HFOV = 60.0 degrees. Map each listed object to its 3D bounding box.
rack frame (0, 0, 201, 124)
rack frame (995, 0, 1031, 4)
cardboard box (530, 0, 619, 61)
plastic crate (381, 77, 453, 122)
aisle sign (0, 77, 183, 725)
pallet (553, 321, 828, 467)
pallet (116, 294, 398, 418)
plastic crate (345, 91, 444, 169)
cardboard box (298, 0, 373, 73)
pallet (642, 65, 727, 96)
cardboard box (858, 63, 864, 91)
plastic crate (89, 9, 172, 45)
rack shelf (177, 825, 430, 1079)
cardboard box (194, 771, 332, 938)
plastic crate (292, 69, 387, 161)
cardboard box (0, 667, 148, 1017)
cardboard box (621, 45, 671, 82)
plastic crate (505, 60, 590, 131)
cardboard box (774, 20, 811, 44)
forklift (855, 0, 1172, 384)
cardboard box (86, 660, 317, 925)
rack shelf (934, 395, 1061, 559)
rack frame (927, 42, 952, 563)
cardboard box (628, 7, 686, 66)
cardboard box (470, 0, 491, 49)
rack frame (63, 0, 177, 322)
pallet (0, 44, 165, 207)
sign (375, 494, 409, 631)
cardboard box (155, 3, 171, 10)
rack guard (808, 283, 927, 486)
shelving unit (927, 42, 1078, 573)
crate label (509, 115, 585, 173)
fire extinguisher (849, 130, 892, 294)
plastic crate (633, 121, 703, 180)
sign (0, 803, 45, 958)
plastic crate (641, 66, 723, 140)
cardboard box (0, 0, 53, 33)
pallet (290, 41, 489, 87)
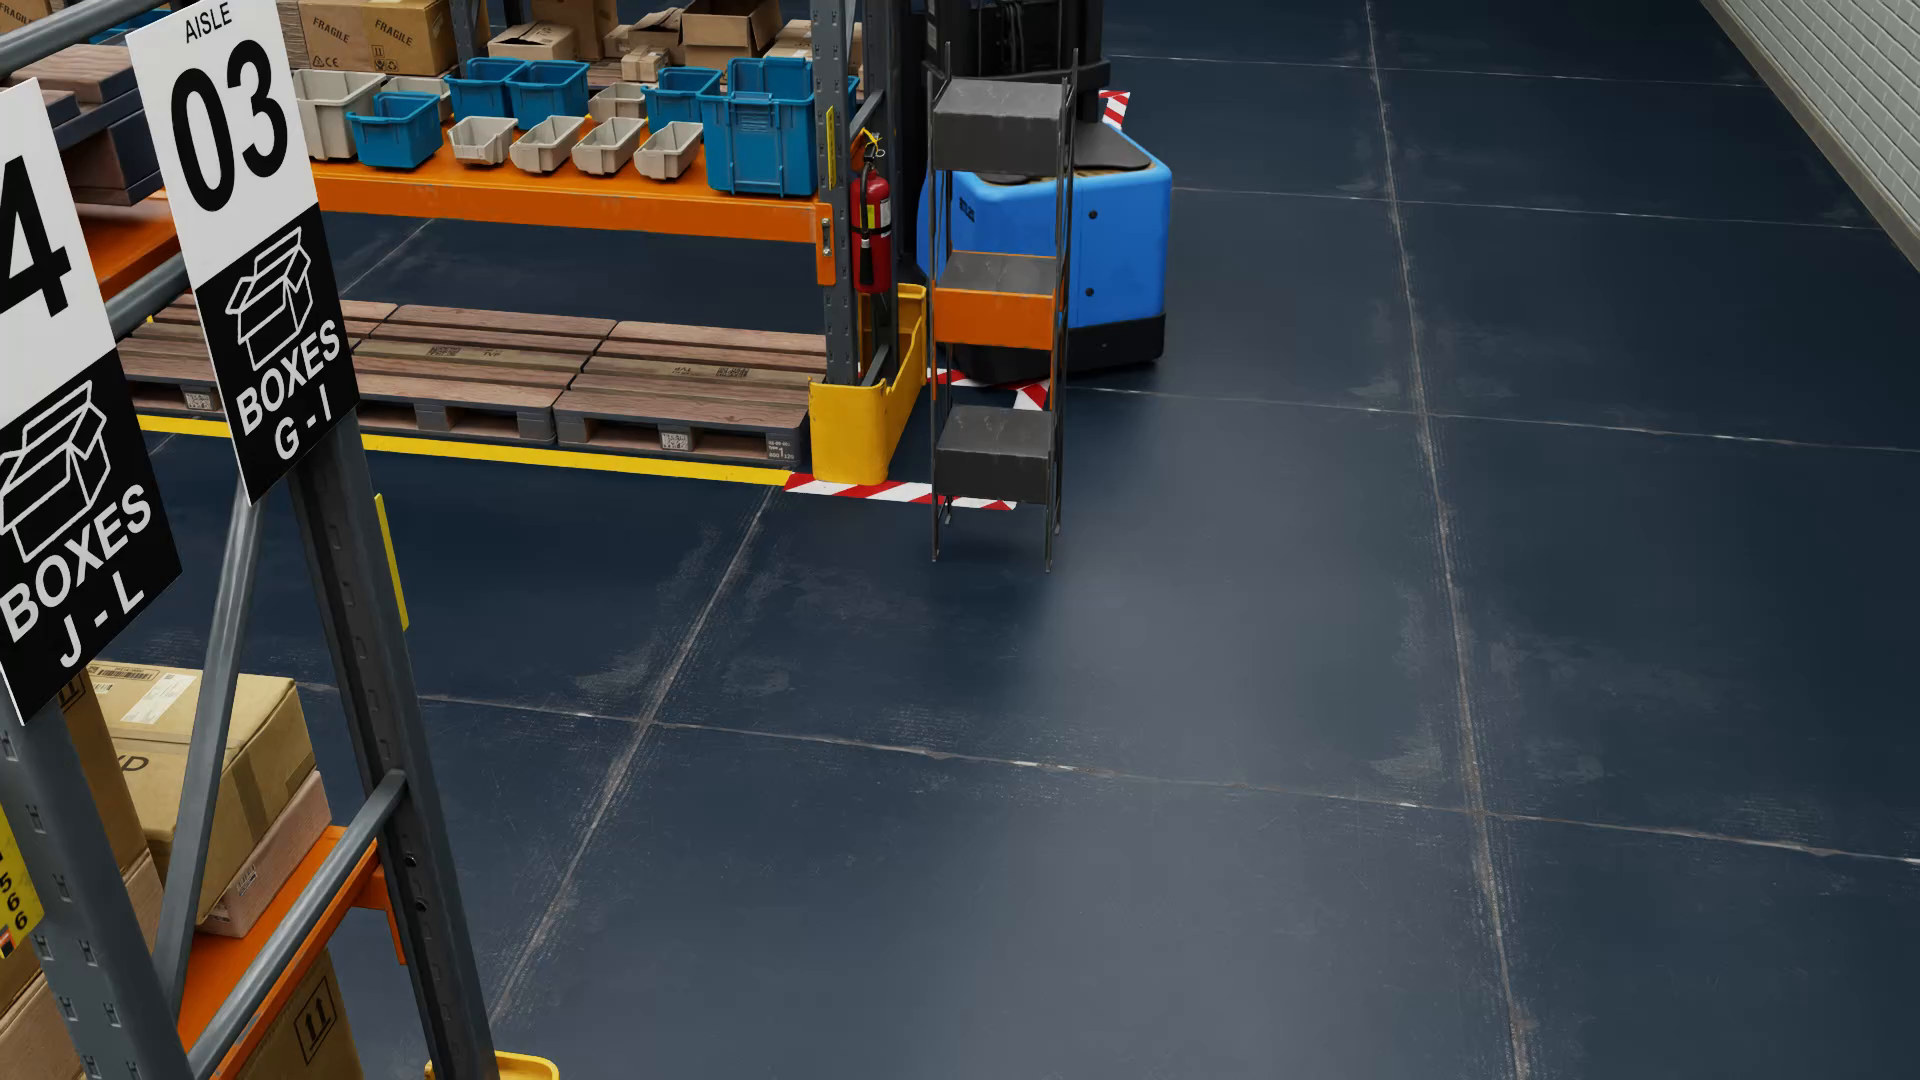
[{"bbox_3d":[-1.286,-1.784,1.619,0.127,3.000,1.000,5,32,8],"label":"rack frame"},{"bbox_3d":[0.385,-4.422,11.487,0.127,3.000,1.000,5,32,8],"label":"rack frame"},{"bbox_3d":[-2.949,-4.003,12.760,0.500,0.500,0.500,5,32,8],"label":"cardboard box"},{"bbox_3d":[-2.628,-2.104,7.976,0.466,0.136,0.293,5,32,8],"label":"plastic crate"},{"bbox_3d":[-1.265,-0.180,2.260,0.004,0.787,0.394,5,32,8],"label":"aisle sign"},{"bbox_3d":[-1.259,-0.744,8.239,1.213,0.211,1.003,5,32,8],"label":"pallet"},{"bbox_3d":[-3.664,-0.961,8.587,1.213,0.211,1.003,5,32,8],"label":"pallet"},{"bbox_3d":[-2.520,-1.835,7.456,0.300,0.233,0.416,5,32,8],"label":"plastic crate"},{"bbox_3d":[-4.579,-3.849,12.513,0.500,0.500,0.500,5,32,8],"label":"cardboard box"},{"bbox_3d":[-1.675,-3.427,12.527,1.213,0.211,1.003,5,32,8],"label":"pallet"},{"bbox_3d":[-0.577,-3.410,12.127,0.250,0.166,0.380,5,32,8],"label":"cardboard box"},{"bbox_3d":[-3.878,-2.344,8.126,0.575,0.384,0.392,5,32,8],"label":"plastic crate"},{"bbox_3d":[-3.257,0.885,3.687,4.000,0.370,1.077,5,32,8],"label":"rack shelf"},{"bbox_3d":[-1.580,0.661,3.604,0.250,0.149,0.380,6,32,9],"label":"cardboard box"},{"bbox_3d":[-2.921,-1.931,7.563,0.530,0.282,0.437,5,32,8],"label":"plastic crate"},{"bbox_3d":[-1.810,0.472,2.822,0.500,0.500,0.500,6,32,9],"label":"cardboard box"},{"bbox_3d":[-2.327,-3.542,12.337,0.250,0.166,0.380,5,32,8],"label":"cardboard box"},{"bbox_3d":[-1.938,-2.098,7.876,0.300,0.233,0.416,5,32,8],"label":"plastic crate"},{"bbox_3d":[-1.089,-3.729,12.557,0.500,0.250,0.500,5,32,8],"label":"cardboard box"},{"bbox_3d":[0.103,-2.800,8.961,1.130,2.935,3.031,-10,33,-16],"label":"forklift"},{"bbox_3d":[-1.713,0.512,3.465,0.500,0.250,0.500,4,32,7],"label":"cardboard box"},{"bbox_3d":[0.163,-0.270,7.048,0.480,0.518,0.431,5,32,8],"label":"rack shelf"},{"bbox_3d":[-0.077,-0.897,6.704,0.015,2.100,0.400,5,32,8],"label":"rack frame"},{"bbox_3d":[-2.210,-3.856,12.703,0.500,0.311,0.500,5,32,8],"label":"cardboard box"},{"bbox_3d":[-3.994,-4.077,12.877,0.500,0.500,0.500,4,32,6],"label":"cardboard box"},{"bbox_3d":[-4.395,-2.189,7.919,0.127,3.000,1.000,5,32,8],"label":"rack frame"},{"bbox_3d":[-2.019,-0.536,2.535,1.213,0.211,1.003,5,32,8],"label":"pallet"},{"bbox_3d":[-1.186,0.069,3.423,0.005,0.325,0.100,5,32,8],"label":"sign"},{"bbox_3d":[-6.090,-3.982,12.725,0.500,0.500,0.500,5,32,8],"label":"cardboard box"},{"bbox_3d":[-0.427,-0.777,8.020,0.348,0.500,1.175,5,32,8],"label":"rack guard"},{"bbox_3d":[0.163,-0.875,6.669,0.503,2.100,0.431,5,32,8],"label":"shelving unit"},{"bbox_3d":[-1.849,-1.769,7.441,0.243,0.136,0.396,5,32,8],"label":"crate label"},{"bbox_3d":[-0.380,-1.390,7.067,0.183,0.674,0.296,5,32,8],"label":"fire extinguisher"},{"bbox_3d":[-1.287,-1.723,7.368,0.243,0.136,0.396,5,32,8],"label":"plastic crate"},{"bbox_3d":[-1.391,0.450,2.389,0.005,0.325,0.100,5,32,8],"label":"sign"},{"bbox_3d":[-1.289,-2.039,7.782,0.300,0.233,0.416,5,32,8],"label":"plastic crate"},{"bbox_3d":[-7.101,-4.073,12.871,0.500,0.500,0.500,7,33,10],"label":"cardboard box"},{"bbox_3d":[-4.367,-3.650,12.882,1.213,0.211,1.003,5,32,8],"label":"pallet"}]
